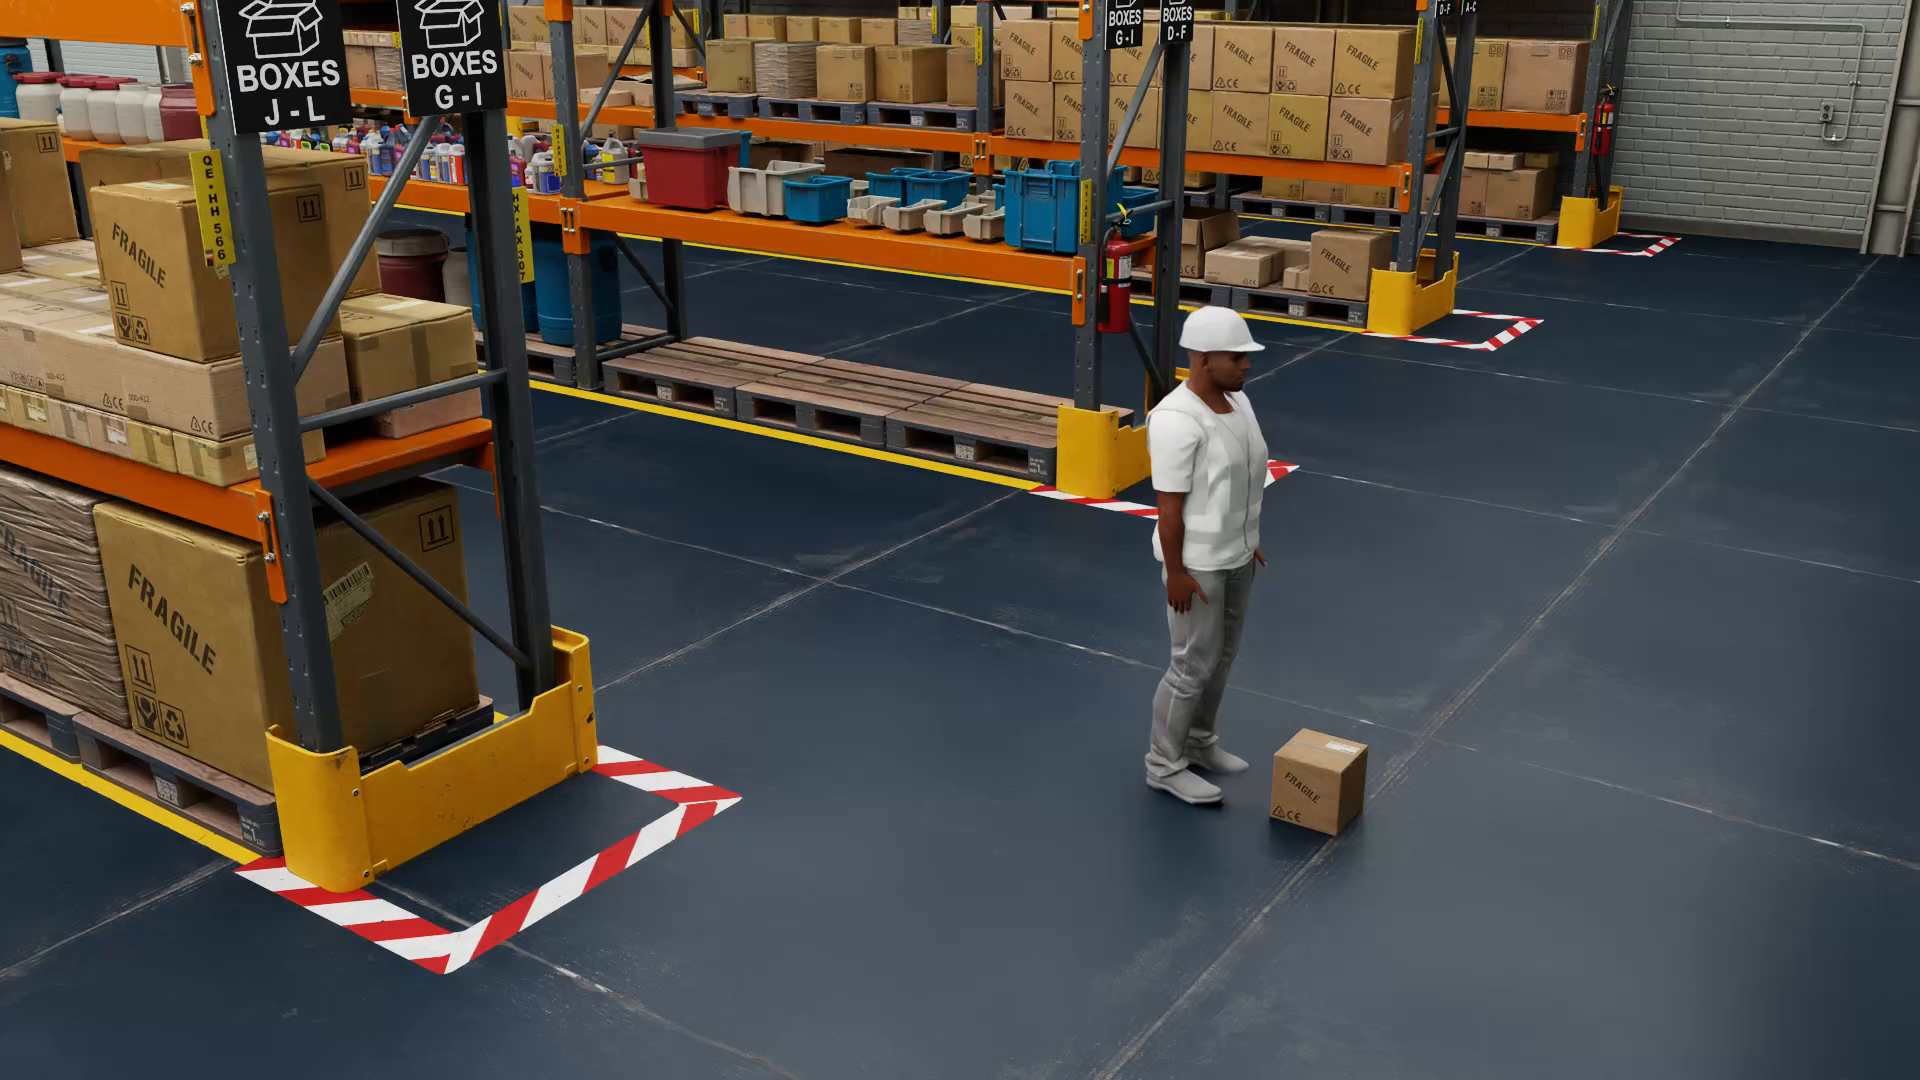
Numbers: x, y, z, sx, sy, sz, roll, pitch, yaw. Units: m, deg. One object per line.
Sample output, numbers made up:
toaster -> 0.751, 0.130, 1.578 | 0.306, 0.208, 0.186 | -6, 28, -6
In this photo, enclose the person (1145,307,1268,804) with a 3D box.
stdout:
person -> 0.881, 0.056, 5.903 | 0.364, 1.776, 0.563 | 14, 24, 33
